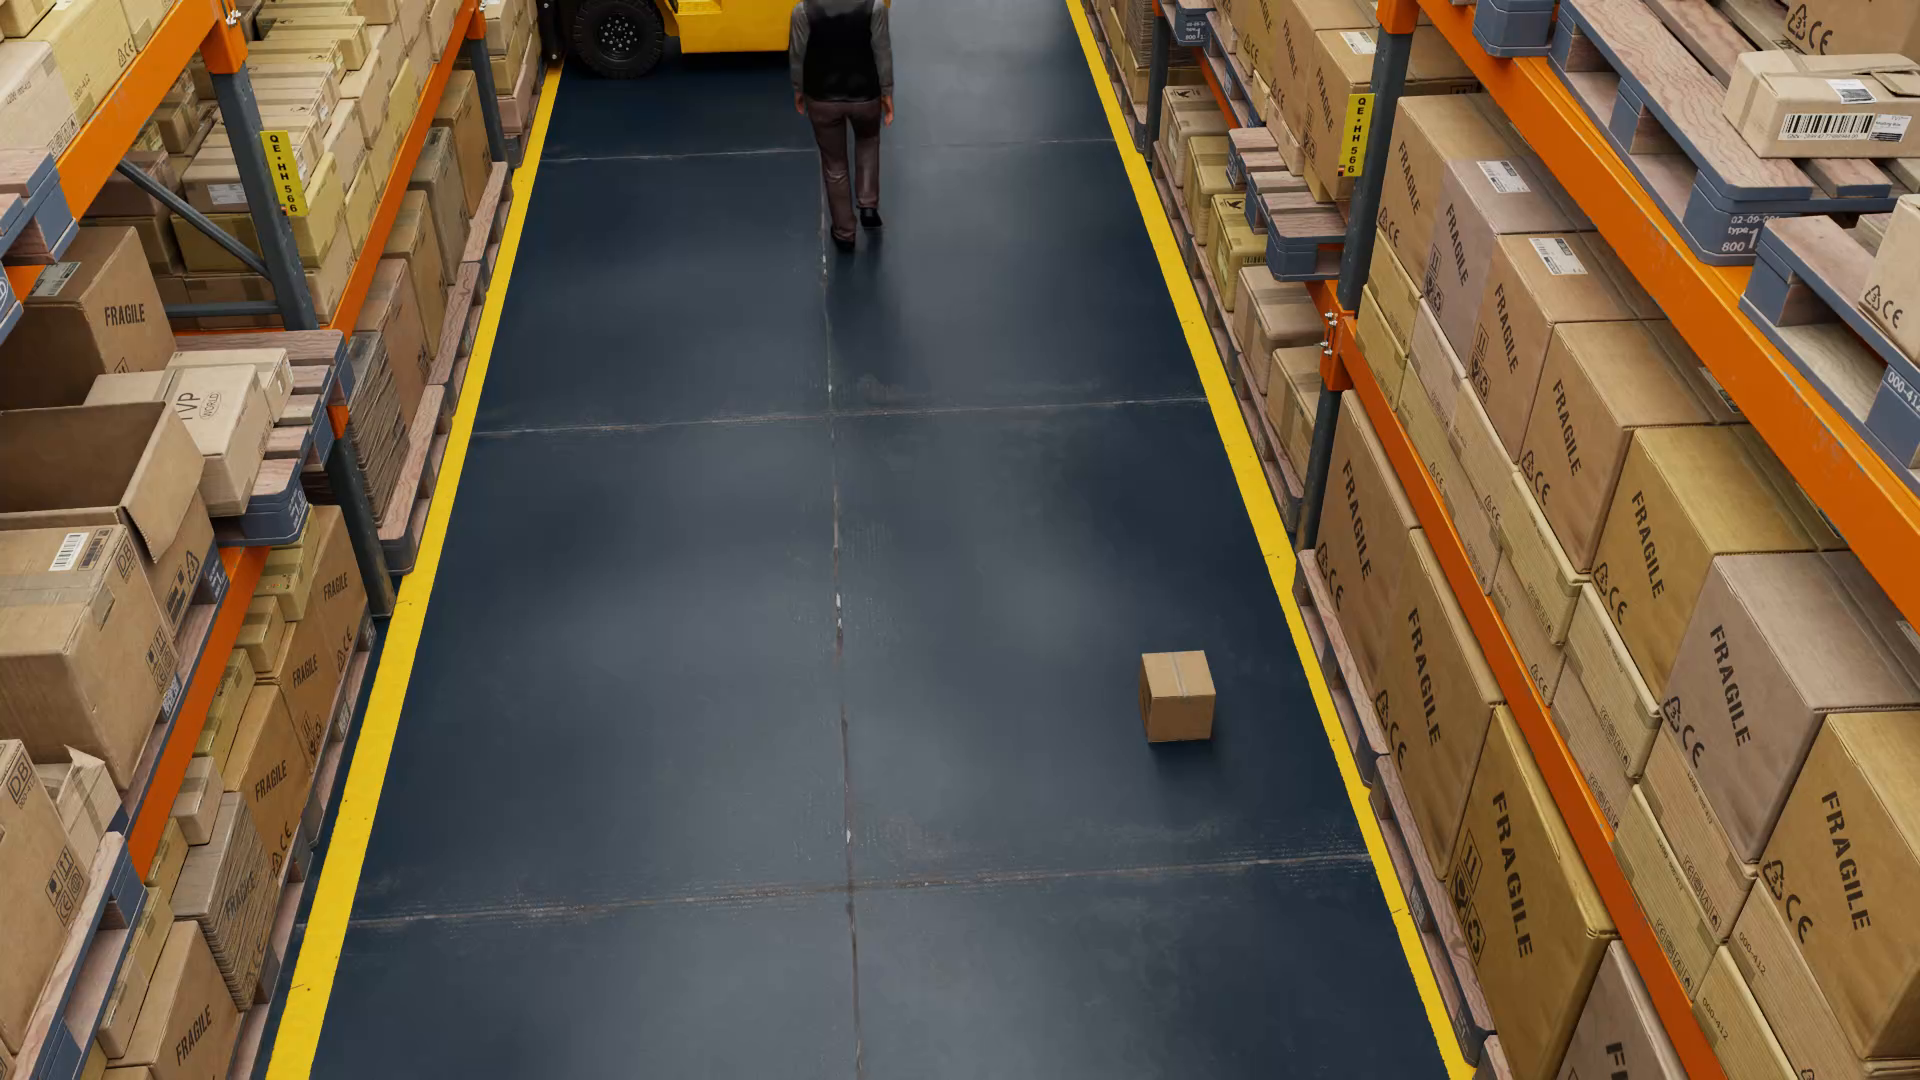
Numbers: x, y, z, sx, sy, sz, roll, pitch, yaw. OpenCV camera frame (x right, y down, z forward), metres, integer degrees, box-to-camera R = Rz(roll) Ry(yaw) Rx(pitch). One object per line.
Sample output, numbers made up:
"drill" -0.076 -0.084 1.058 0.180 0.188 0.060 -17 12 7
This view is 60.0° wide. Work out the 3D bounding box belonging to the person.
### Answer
"person" -0.656 -2.463 9.216 0.556 1.741 0.498 -6 39 -8
